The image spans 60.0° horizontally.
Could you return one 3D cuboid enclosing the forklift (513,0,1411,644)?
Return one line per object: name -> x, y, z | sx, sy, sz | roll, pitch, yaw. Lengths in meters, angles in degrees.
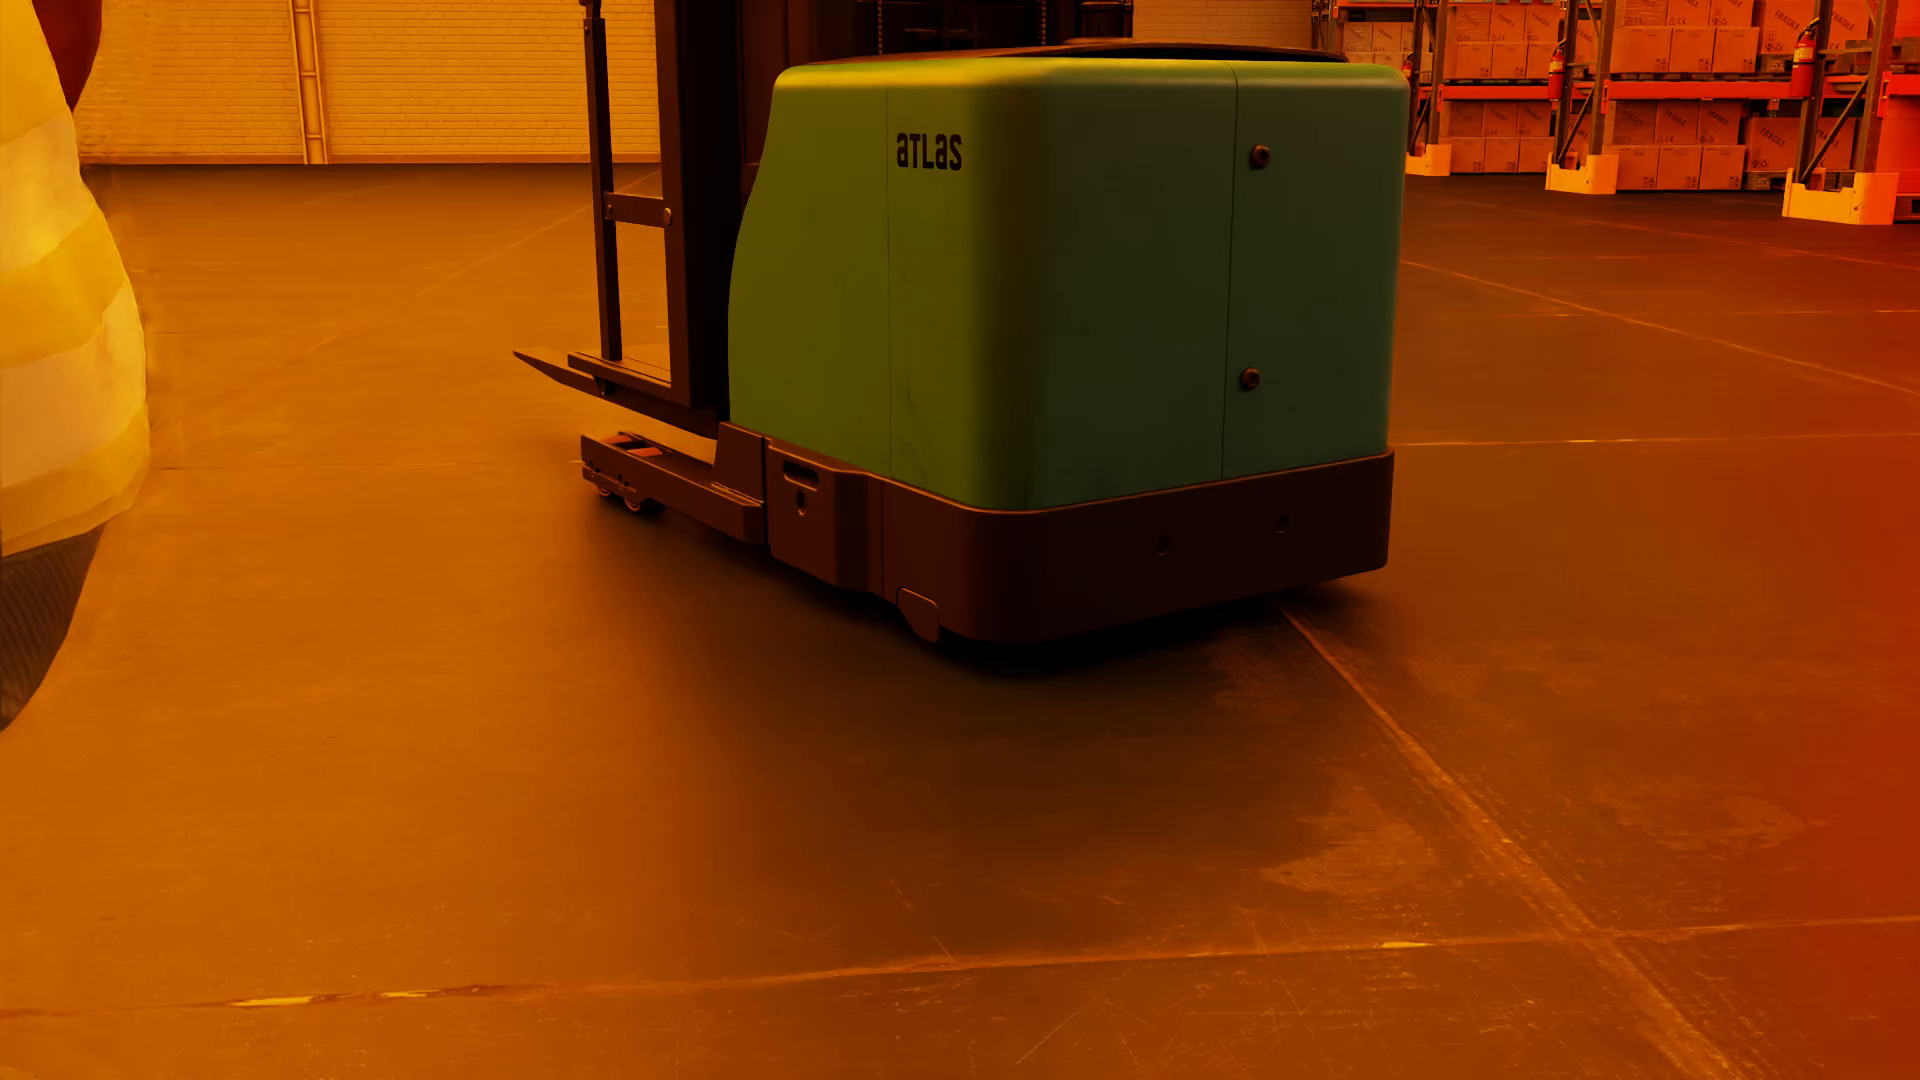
forklift -> -0.337, -1.547, 4.055 | 1.130, 2.935, 3.031 | -10, 18, -32
